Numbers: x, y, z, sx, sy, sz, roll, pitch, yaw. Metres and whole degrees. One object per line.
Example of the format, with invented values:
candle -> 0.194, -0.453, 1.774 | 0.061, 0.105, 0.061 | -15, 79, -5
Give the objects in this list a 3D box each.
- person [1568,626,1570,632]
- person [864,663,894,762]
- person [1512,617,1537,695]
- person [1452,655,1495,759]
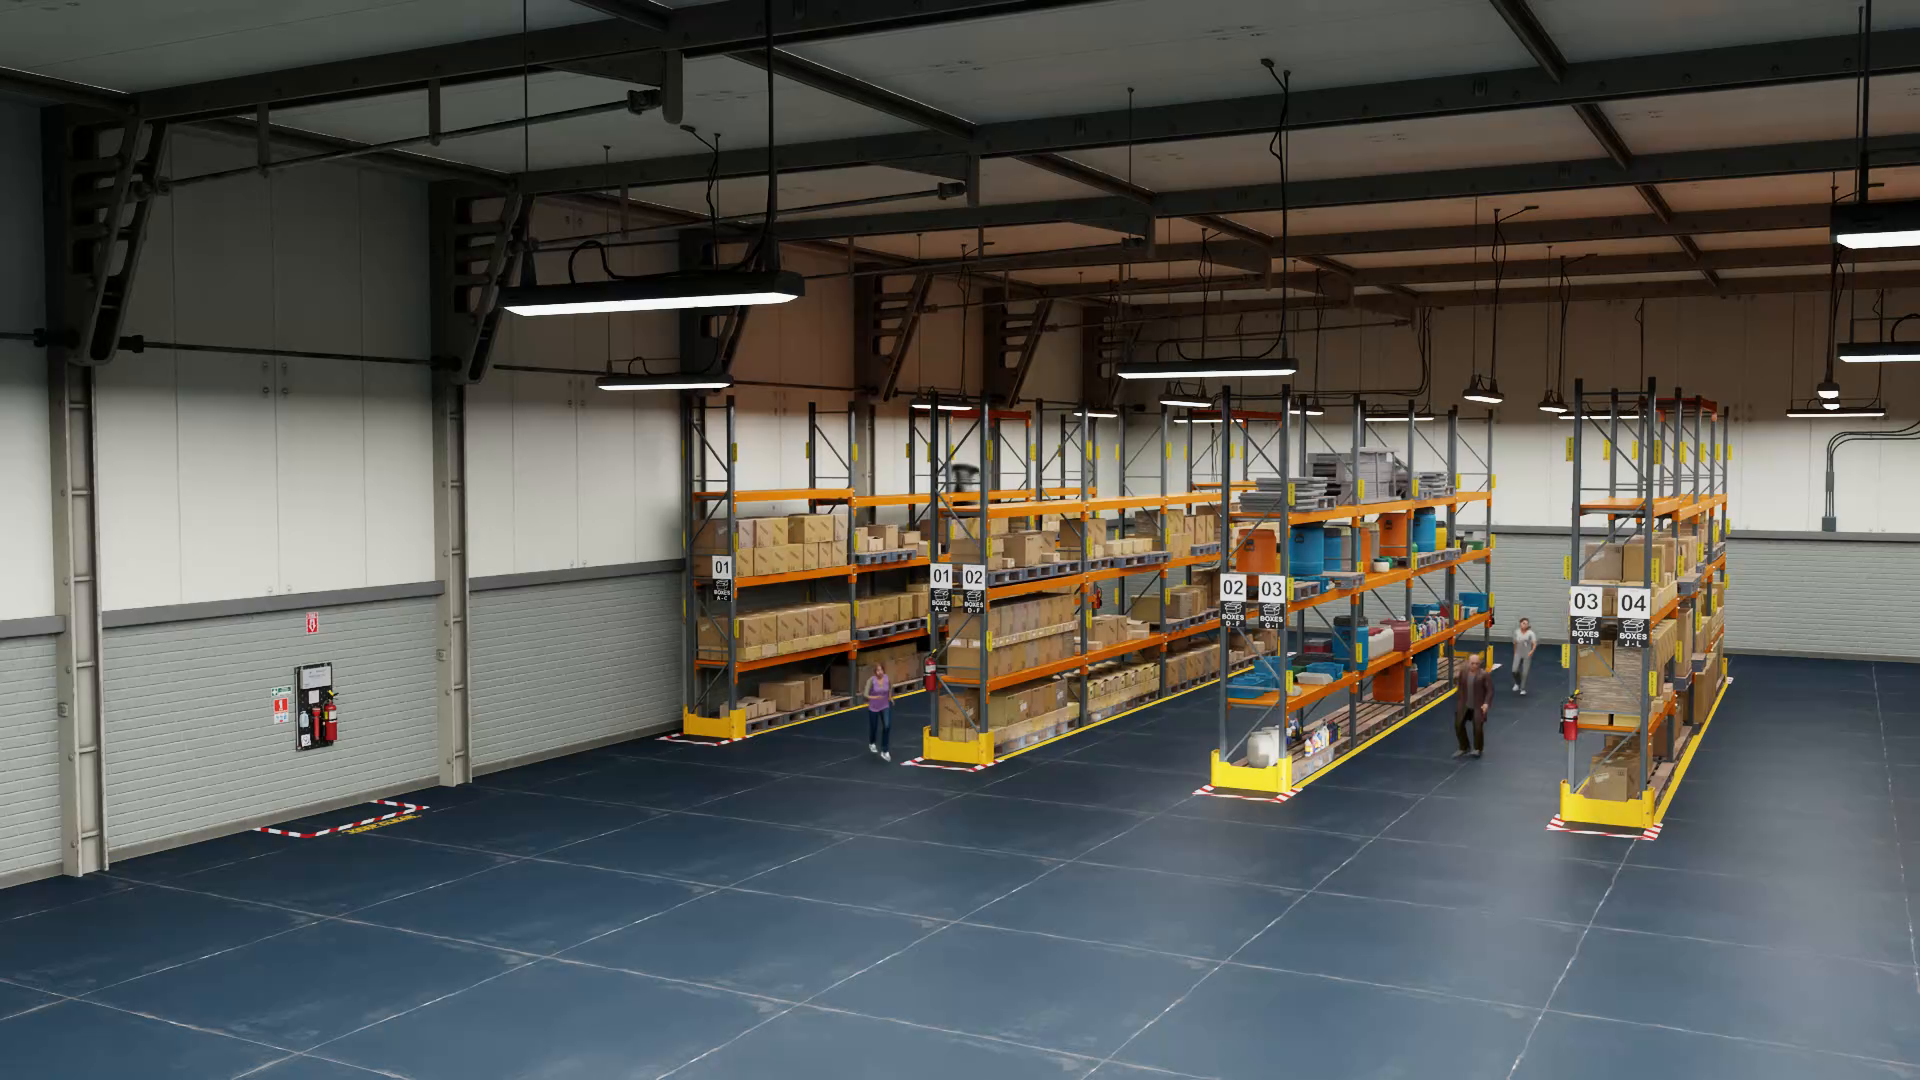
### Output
person -> 14.794, 2.087, 39.286 | 0.710, 1.737, 0.604 | -1, 3, -25
person -> -1.338, 2.781, 27.195 | 0.548, 1.588, 0.901 | -1, 3, -15
person -> 11.556, 2.391, 34.121 | 0.573, 1.623, 0.726 | 2, 4, 33
person -> 8.409, 2.701, 27.162 | 0.683, 1.705, 0.813 | 2, 4, 32
